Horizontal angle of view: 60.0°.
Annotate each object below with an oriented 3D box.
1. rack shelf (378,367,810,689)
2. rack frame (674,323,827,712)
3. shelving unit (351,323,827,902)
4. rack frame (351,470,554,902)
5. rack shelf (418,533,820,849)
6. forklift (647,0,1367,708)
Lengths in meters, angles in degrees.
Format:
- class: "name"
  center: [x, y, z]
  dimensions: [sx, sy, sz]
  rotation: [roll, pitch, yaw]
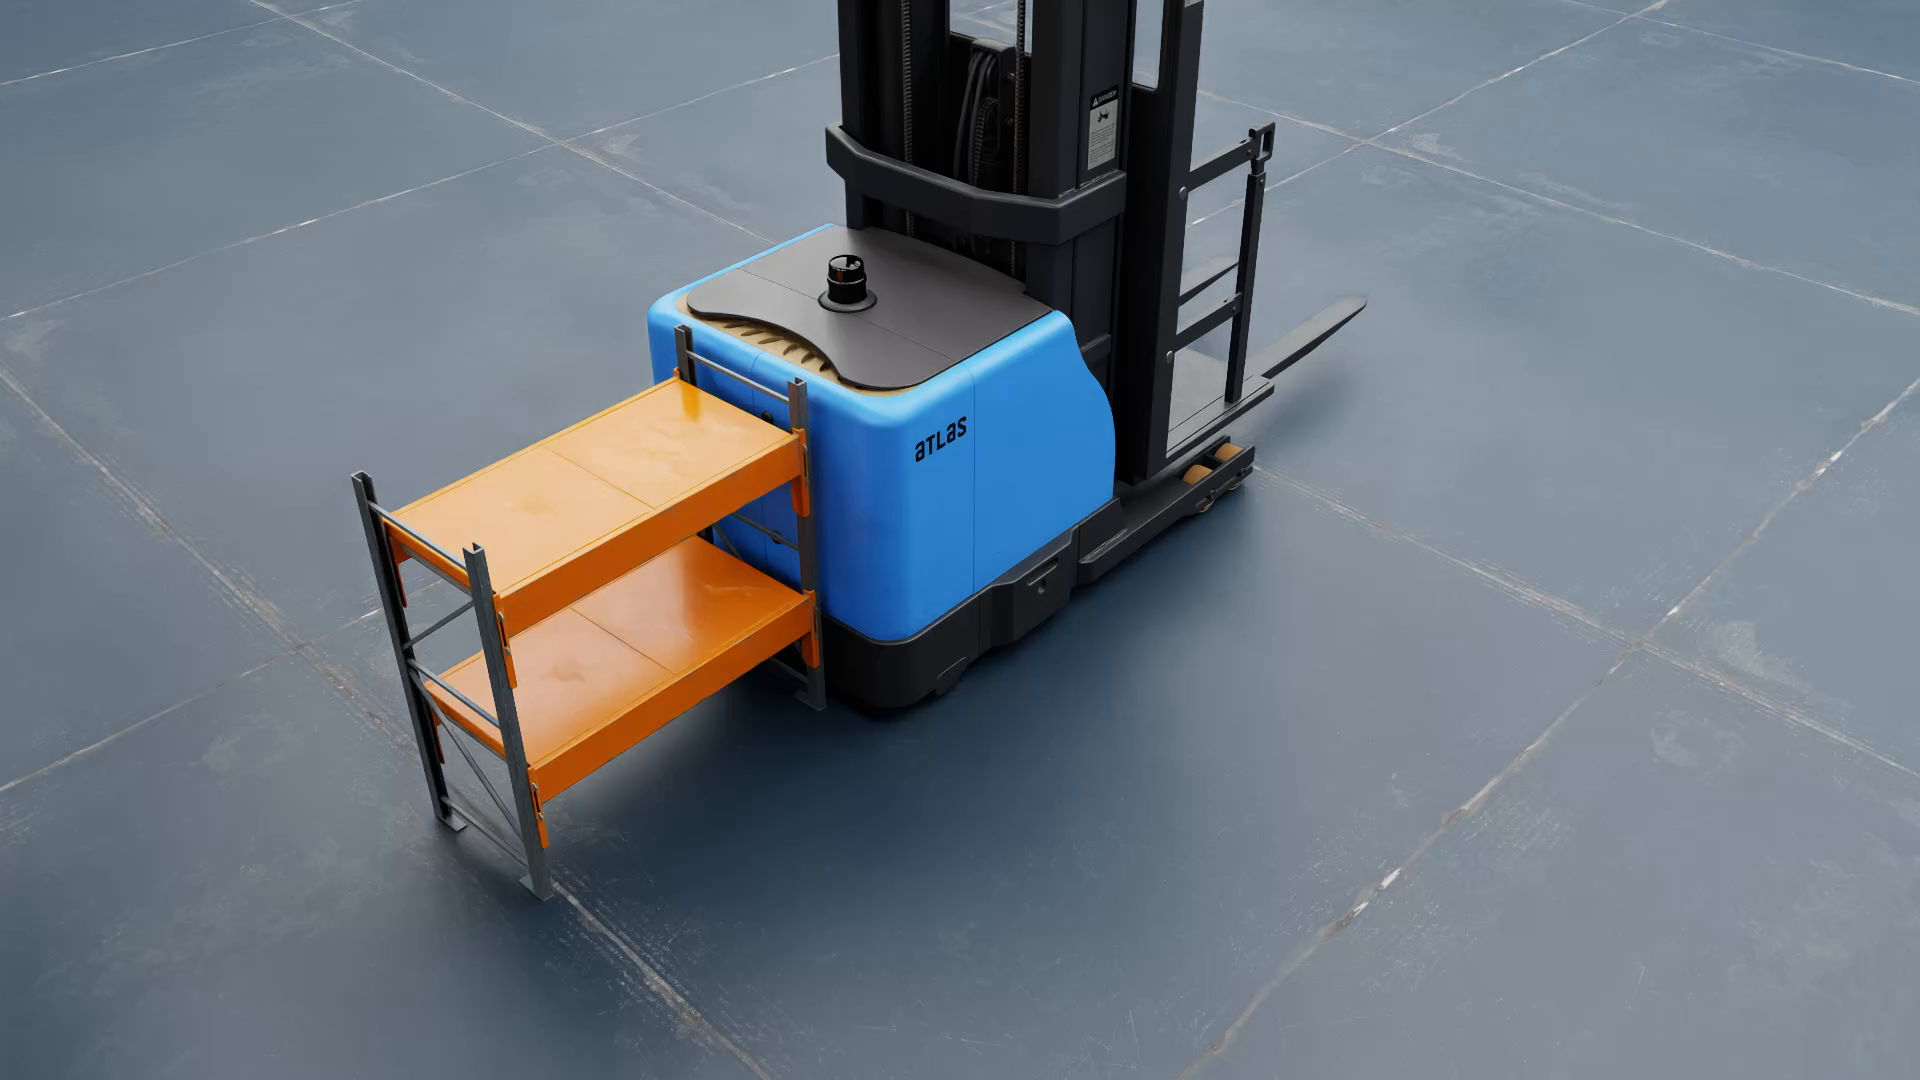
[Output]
- class: "rack shelf"
  center: [-0.937, -0.066, 4.350]
  dimensions: [0.538, 0.278, 1.000]
  rotation: [27, 43, 33]
- class: "rack frame"
  center: [-0.601, -0.044, 4.830]
  dimensions: [0.500, 1.125, 0.032]
  rotation: [27, 43, 33]
- class: "shelving unit"
  center: [-0.937, 0.174, 4.517]
  dimensions: [0.538, 1.125, 1.048]
  rotation: [27, 43, 33]
- class: "rack frame"
  center: [-1.272, 0.392, 4.204]
  dimensions: [0.500, 1.125, 0.032]
  rotation: [27, 43, 33]
- class: "rack shelf"
  center: [-0.937, 0.375, 4.657]
  dimensions: [0.538, 0.278, 1.000]
  rotation: [27, 43, 33]
- class: "forklift"
  center: [0.410, -1.470, 5.296]
  dimensions: [1.130, 2.935, 3.031]
  rotation: [27, 43, 33]
